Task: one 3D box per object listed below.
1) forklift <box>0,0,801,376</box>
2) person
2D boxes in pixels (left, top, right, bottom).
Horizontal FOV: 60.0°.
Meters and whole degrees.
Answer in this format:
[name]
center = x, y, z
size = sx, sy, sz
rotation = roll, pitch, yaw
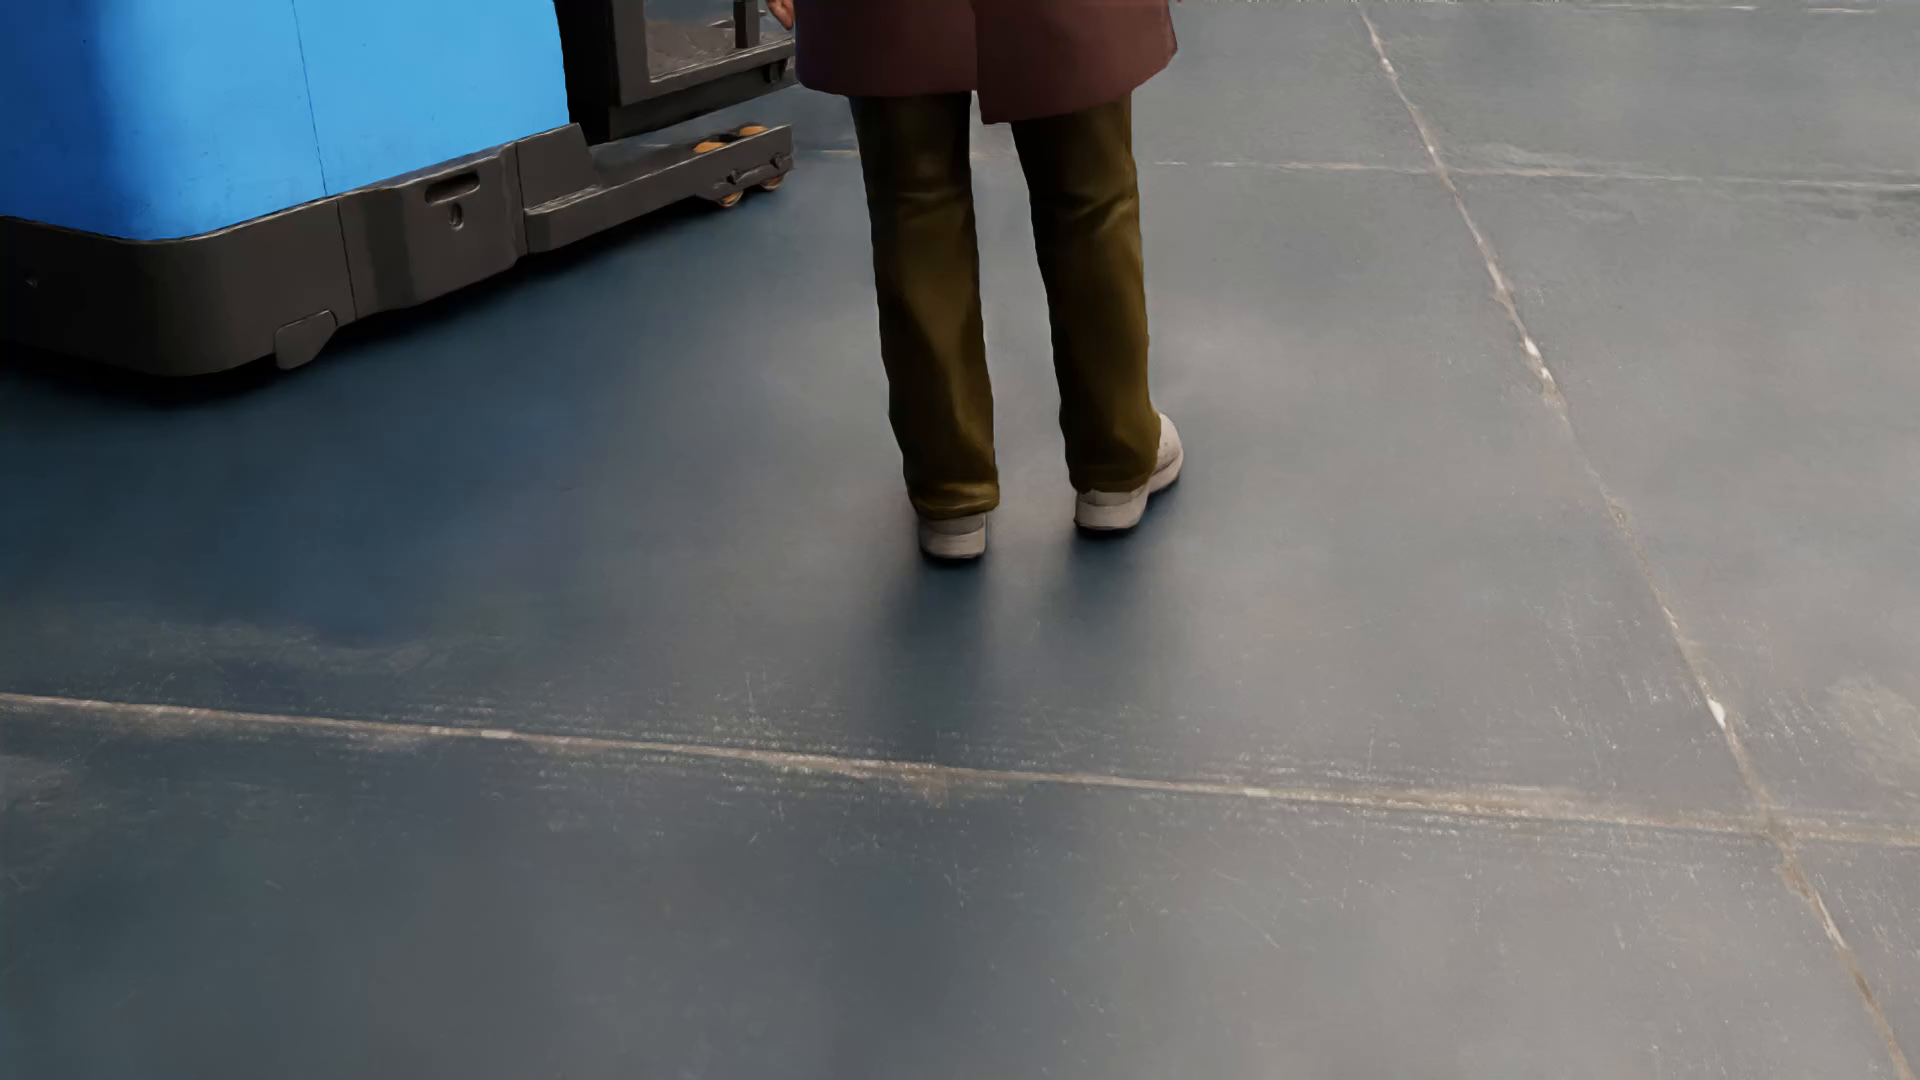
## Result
[forklift]
center = -1.091, -2.224, 3.674
size = 1.130, 2.935, 3.031
rotation = 13, 29, 24
[person]
center = 0.017, -0.842, 2.180
size = 0.694, 1.776, 0.580
rotation = 3, 27, 7
